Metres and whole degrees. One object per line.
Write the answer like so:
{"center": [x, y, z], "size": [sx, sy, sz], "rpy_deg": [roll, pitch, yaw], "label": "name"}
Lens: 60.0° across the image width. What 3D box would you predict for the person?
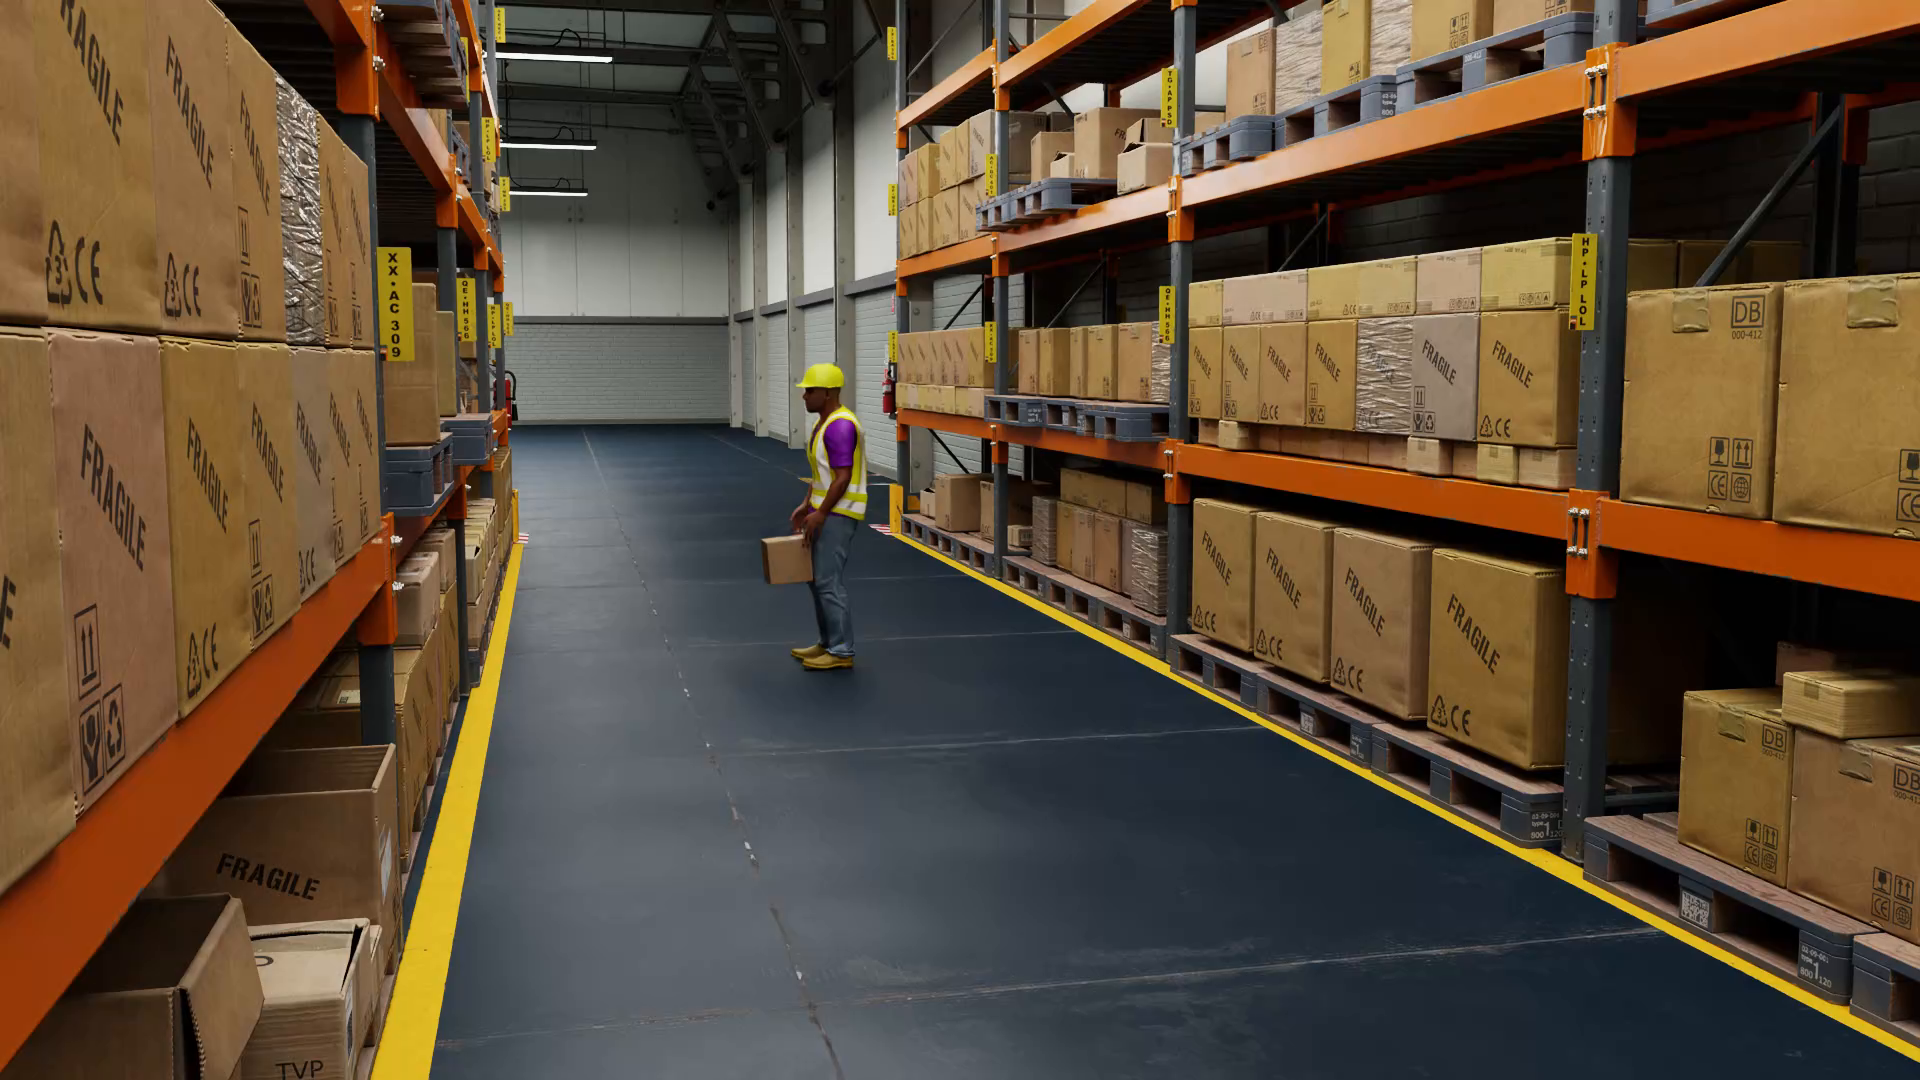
{"center": [-0.758, -0.143, 9.699], "size": [0.422, 1.765, 0.583], "rpy_deg": [-2, 6, -15], "label": "person"}
